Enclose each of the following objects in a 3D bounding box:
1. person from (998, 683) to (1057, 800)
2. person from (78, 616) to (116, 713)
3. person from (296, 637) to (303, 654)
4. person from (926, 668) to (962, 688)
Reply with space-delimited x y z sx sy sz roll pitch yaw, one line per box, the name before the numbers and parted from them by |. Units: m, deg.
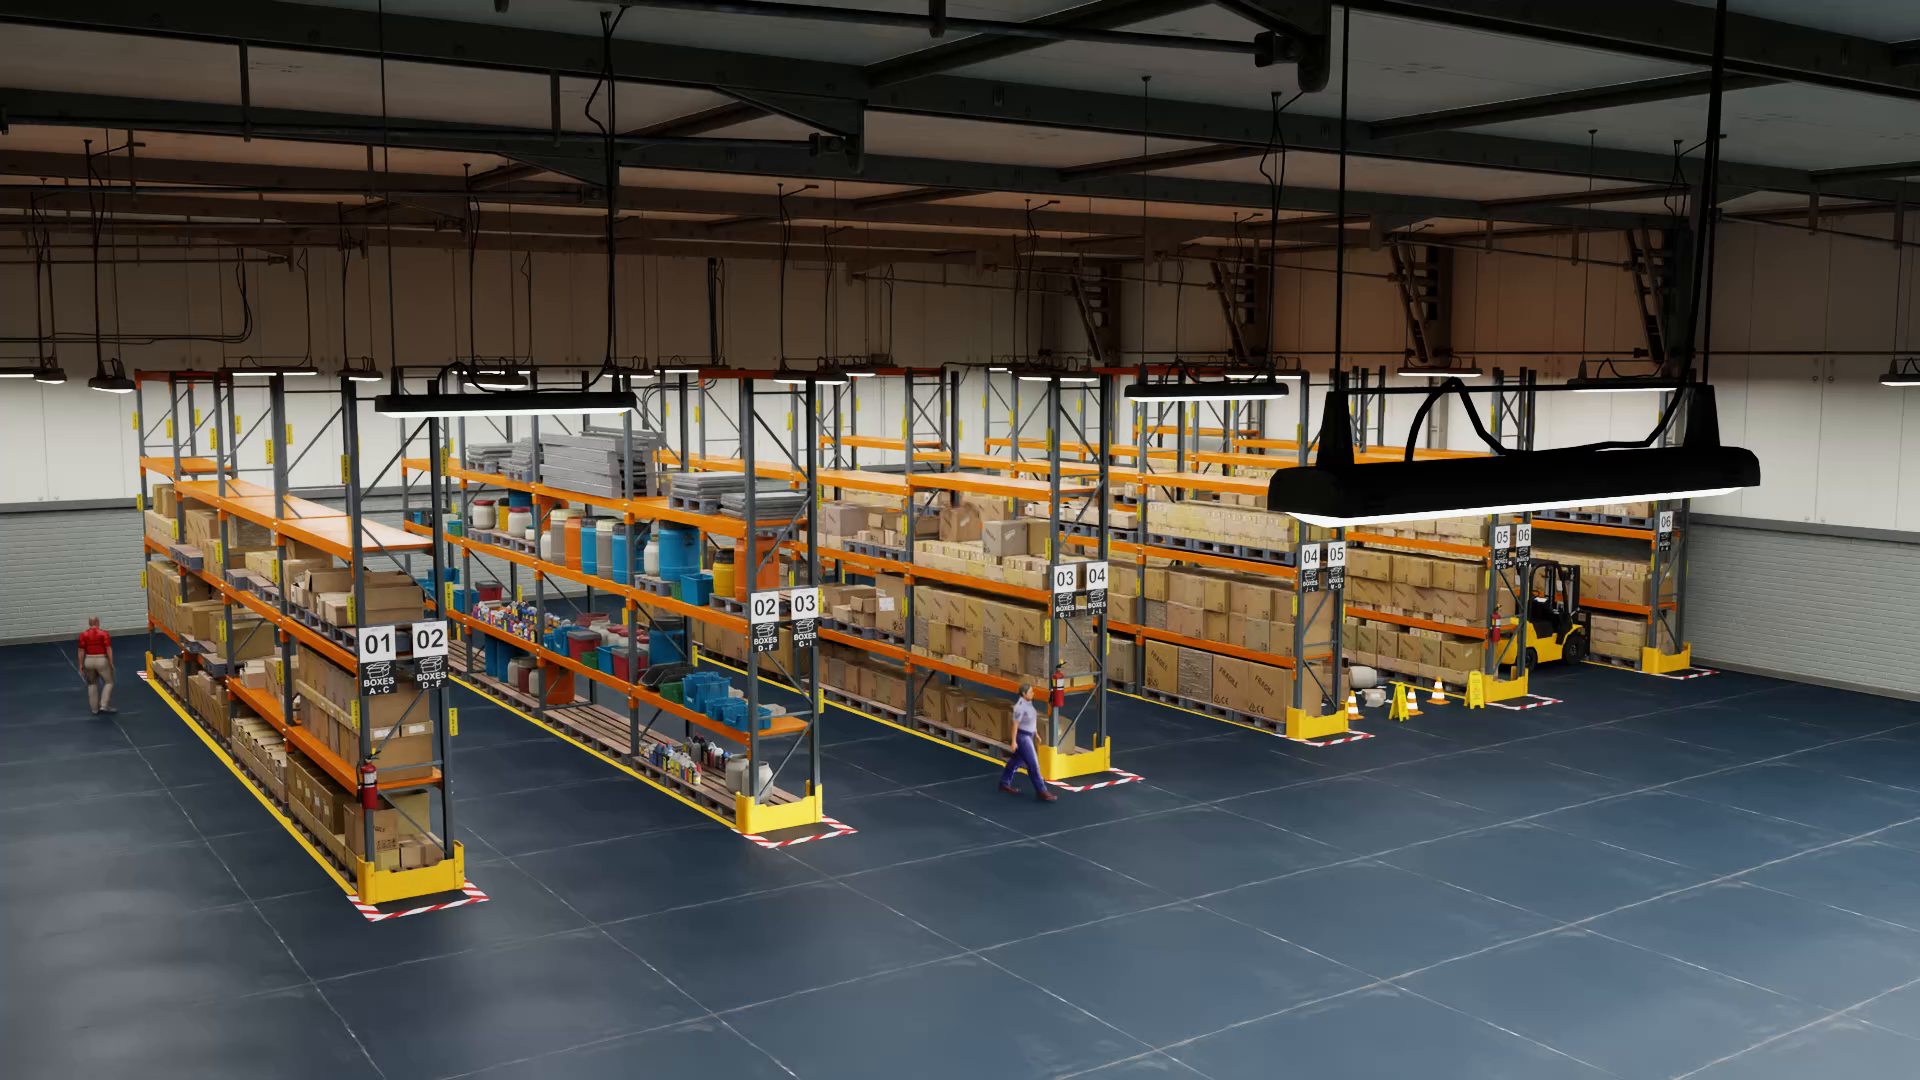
person | 0.969 2.841 23.700 0.888 1.605 0.529 1 7 11
person | -15.143 2.191 29.160 0.576 1.723 0.533 -1 7 -8
person | -12.029 1.977 30.767 0.589 1.791 0.489 1 7 12
person | -0.298 1.992 30.605 0.599 1.726 1.055 -5 8 -38
